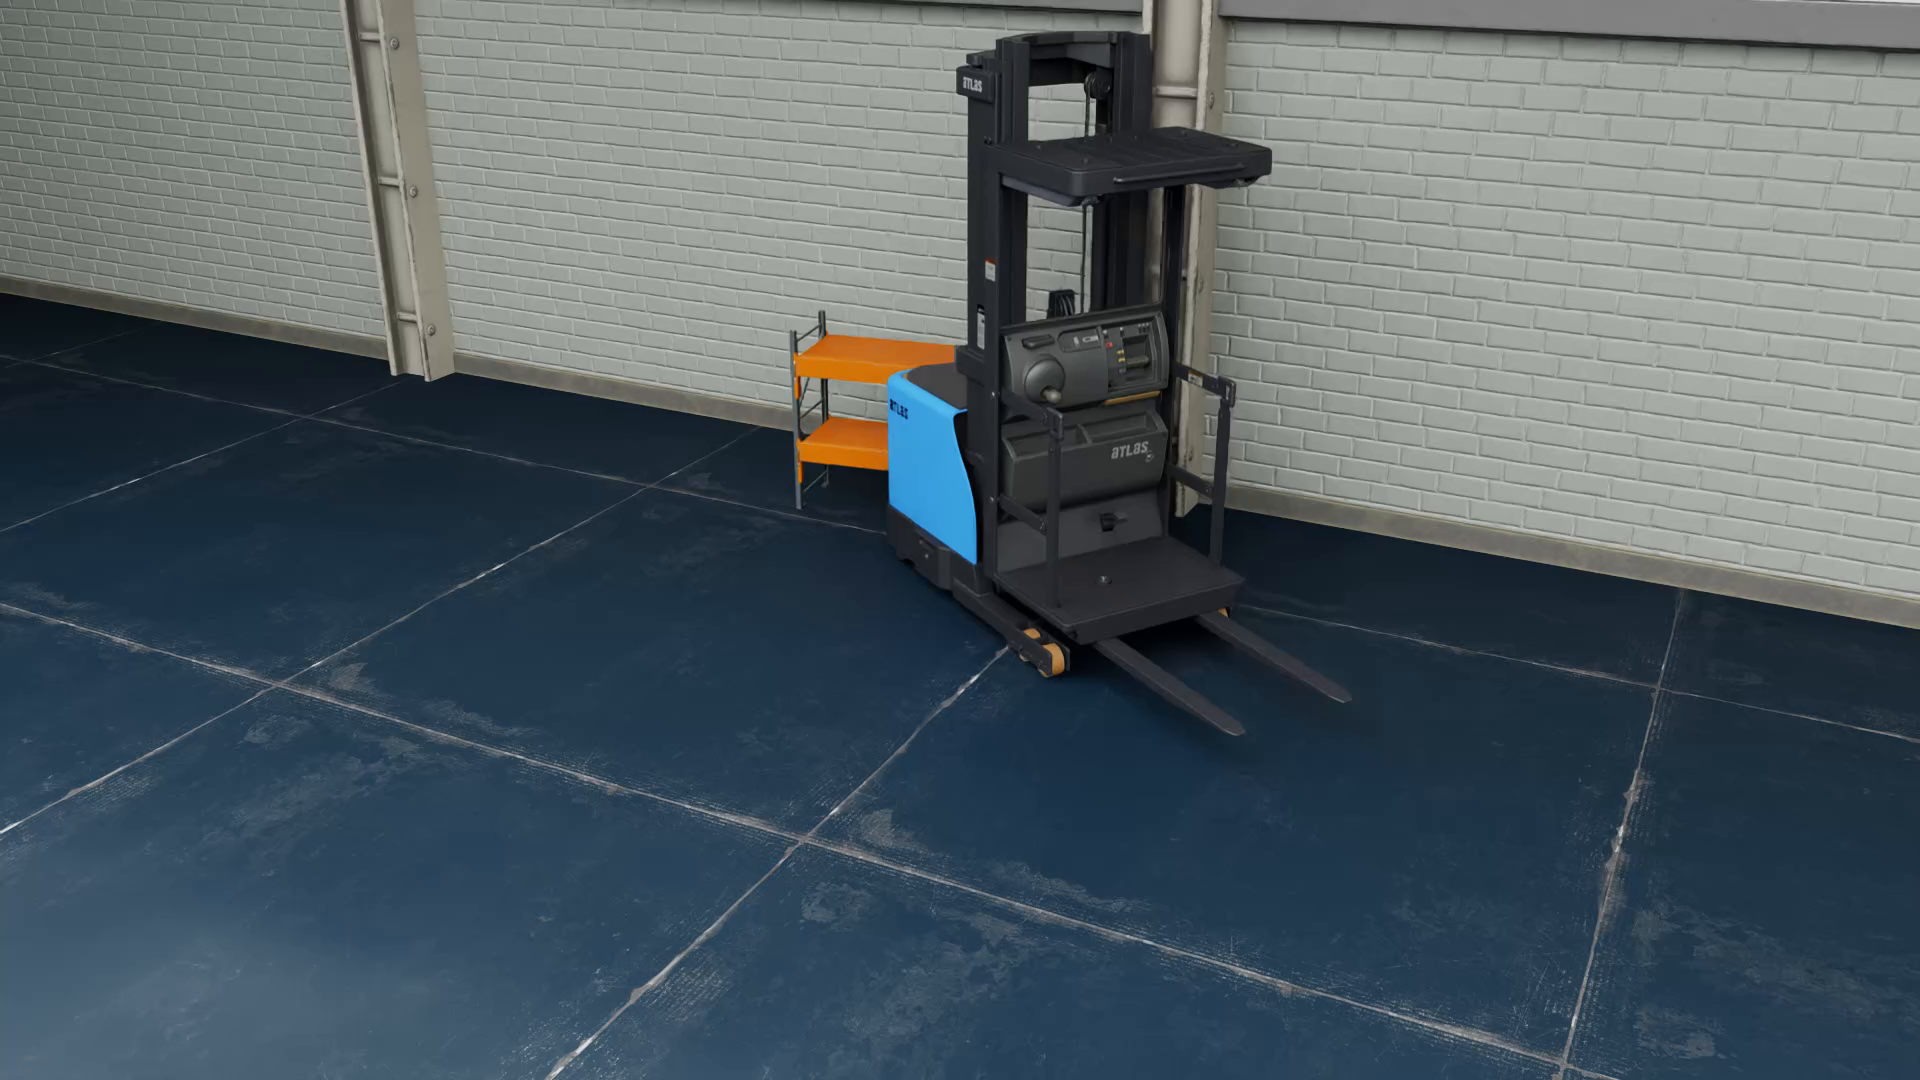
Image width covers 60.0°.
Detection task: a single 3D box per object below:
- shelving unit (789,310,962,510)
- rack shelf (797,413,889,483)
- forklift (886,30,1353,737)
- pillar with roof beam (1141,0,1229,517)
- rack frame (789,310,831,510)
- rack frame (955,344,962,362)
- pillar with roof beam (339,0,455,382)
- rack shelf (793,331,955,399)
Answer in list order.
[{"bbox_3d":[-0.428,-0.740,10.052,1.048,1.125,0.538,7,24,16],"label":"shelving unit"},{"bbox_3d":[-0.428,-0.514,10.147,1.000,0.278,0.538,7,24,16],"label":"rack shelf"},{"bbox_3d":[0.741,-0.877,8.068,1.130,2.935,3.031,-12,26,-27],"label":"forklift"},{"bbox_3d":[-0.700,-2.862,4.982,0.400,9.000,9.100,11,25,25],"label":"pillar with roof beam"},{"bbox_3d":[-0.913,-0.799,10.191,0.032,1.125,0.500,7,24,16],"label":"rack frame"},{"bbox_3d":[0.057,-0.680,9.912,0.032,1.125,0.500,7,24,16],"label":"rack frame"},{"bbox_3d":[-6.055,-3.922,7.473,0.400,9.000,9.100,11,25,25],"label":"pillar with roof beam"},{"bbox_3d":[-0.428,-1.009,9.937,1.000,0.278,0.538,7,24,16],"label":"rack shelf"}]
